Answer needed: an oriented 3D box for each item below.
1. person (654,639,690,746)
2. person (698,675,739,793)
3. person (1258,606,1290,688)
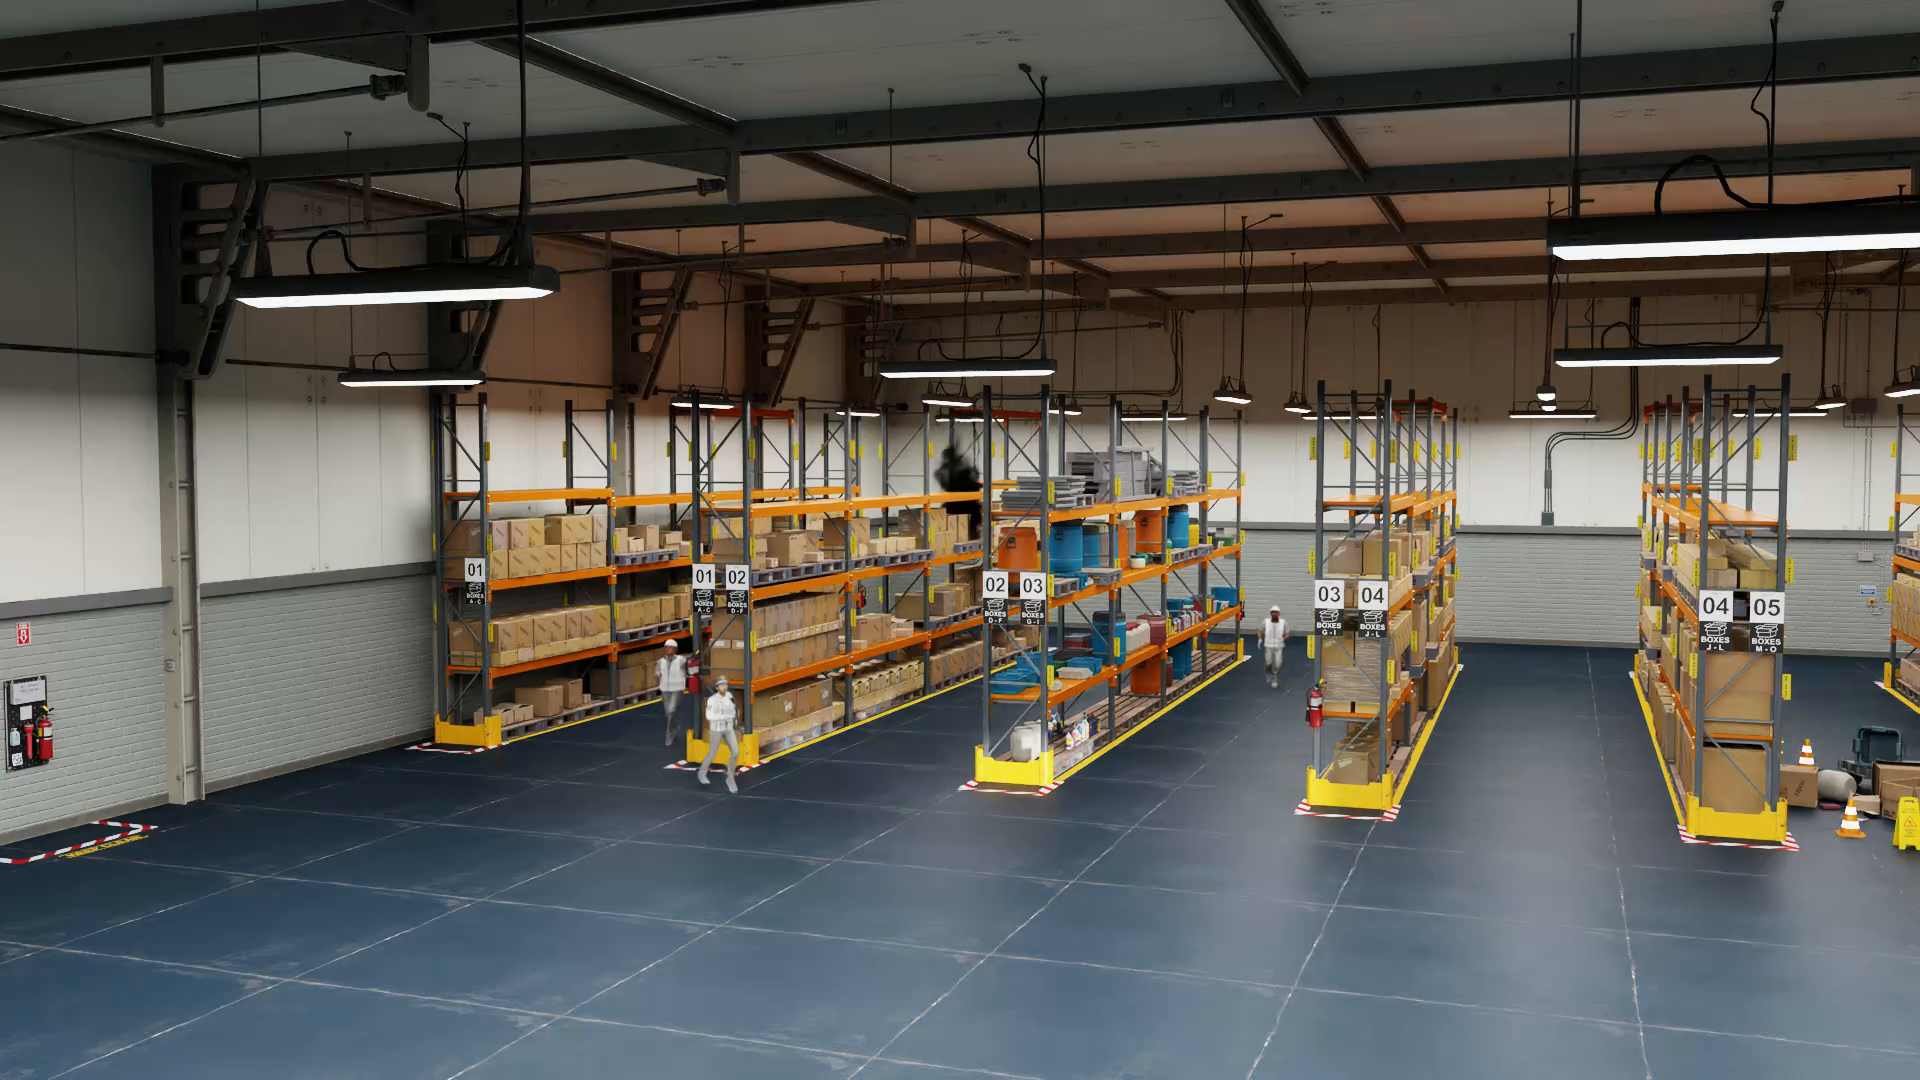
[{"bbox_3d":[-4.950,2.611,28.614,0.661,1.809,0.822,1,3,16],"label":"person"},{"bbox_3d":[-3.533,2.849,24.602,0.620,1.738,0.872,-2,4,-38],"label":"person"},{"bbox_3d":[6.622,2.267,35.062,0.680,1.738,0.588,0,3,9],"label":"person"}]
